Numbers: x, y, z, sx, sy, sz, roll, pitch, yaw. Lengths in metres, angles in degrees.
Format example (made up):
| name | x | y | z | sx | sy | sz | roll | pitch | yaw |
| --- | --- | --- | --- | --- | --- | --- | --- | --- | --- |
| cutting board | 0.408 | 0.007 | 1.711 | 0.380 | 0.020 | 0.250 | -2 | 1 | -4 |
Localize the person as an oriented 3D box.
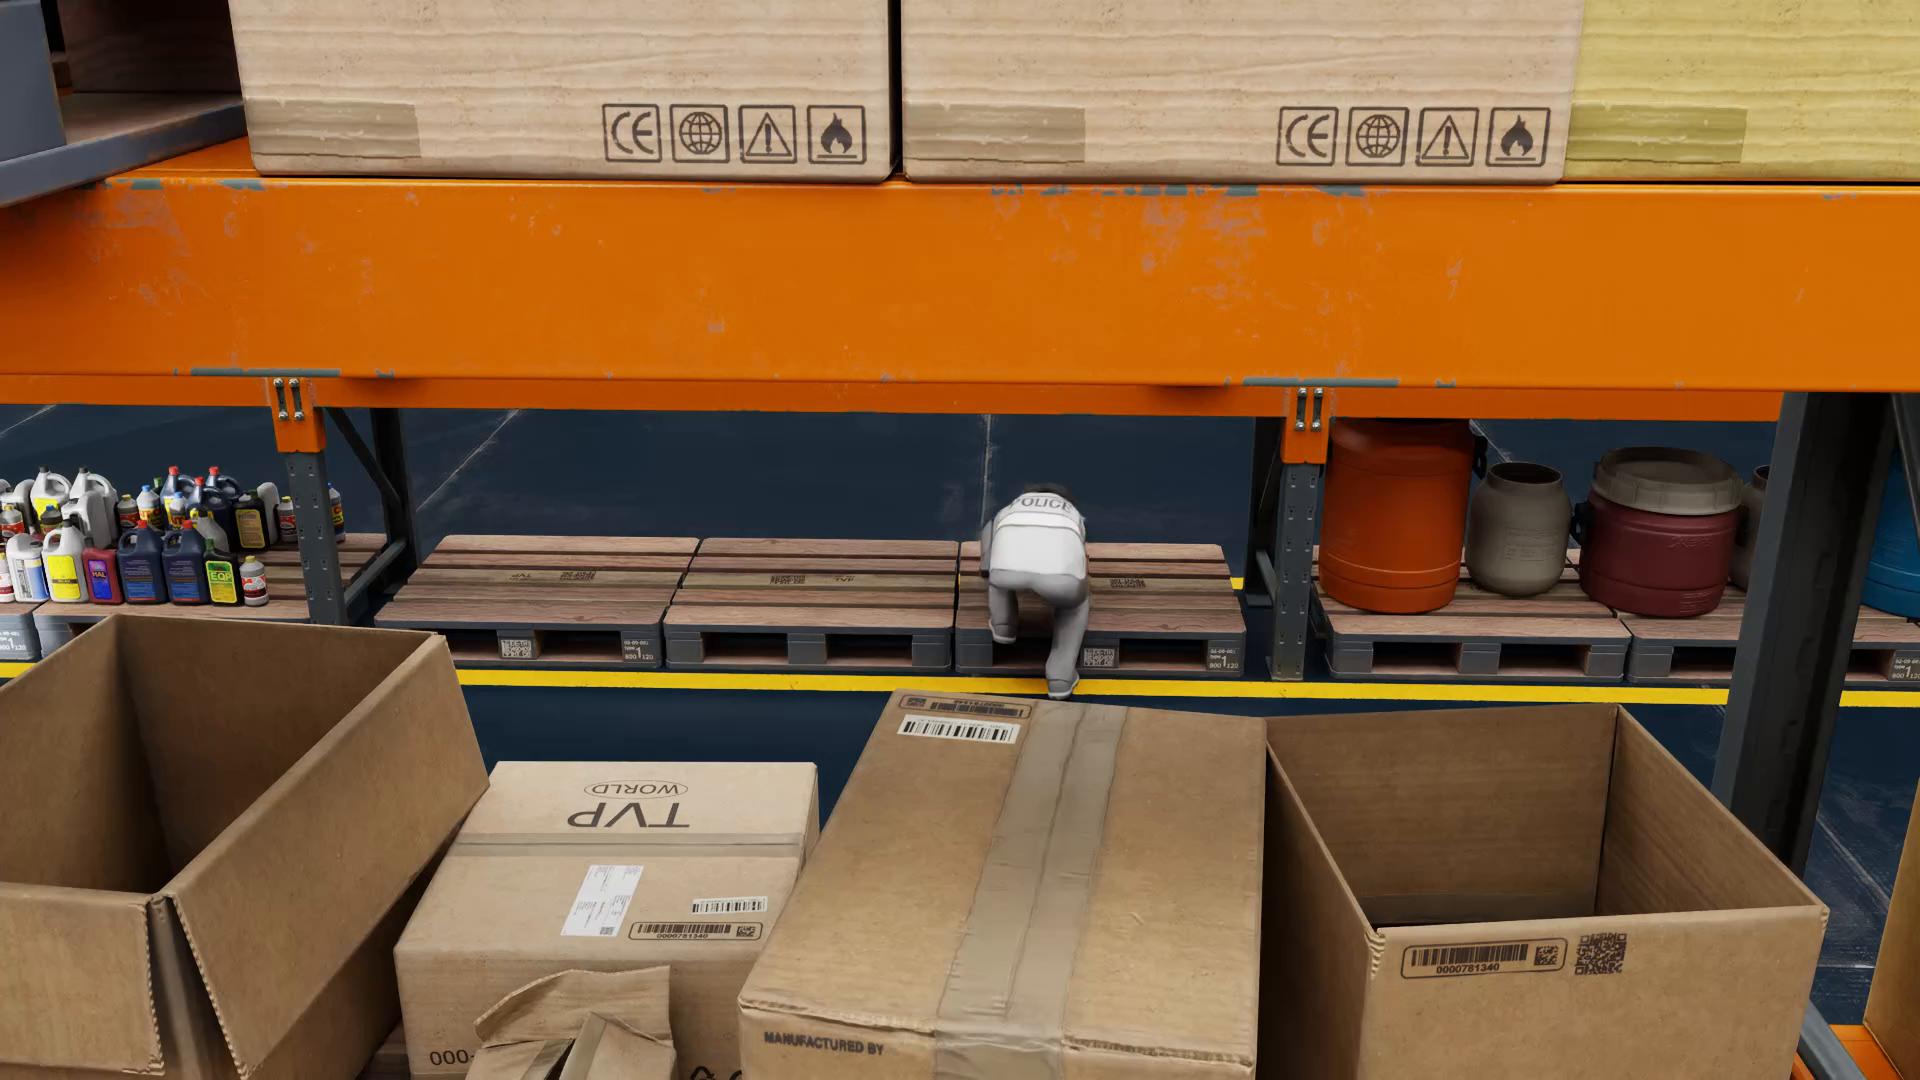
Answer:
| name | x | y | z | sx | sy | sz | roll | pitch | yaw |
| --- | --- | --- | --- | --- | --- | --- | --- | --- | --- |
| person | 0.321 | 0.130 | 6.989 | 0.466 | 0.778 | 1.207 | 2 | 21 | 5 |
